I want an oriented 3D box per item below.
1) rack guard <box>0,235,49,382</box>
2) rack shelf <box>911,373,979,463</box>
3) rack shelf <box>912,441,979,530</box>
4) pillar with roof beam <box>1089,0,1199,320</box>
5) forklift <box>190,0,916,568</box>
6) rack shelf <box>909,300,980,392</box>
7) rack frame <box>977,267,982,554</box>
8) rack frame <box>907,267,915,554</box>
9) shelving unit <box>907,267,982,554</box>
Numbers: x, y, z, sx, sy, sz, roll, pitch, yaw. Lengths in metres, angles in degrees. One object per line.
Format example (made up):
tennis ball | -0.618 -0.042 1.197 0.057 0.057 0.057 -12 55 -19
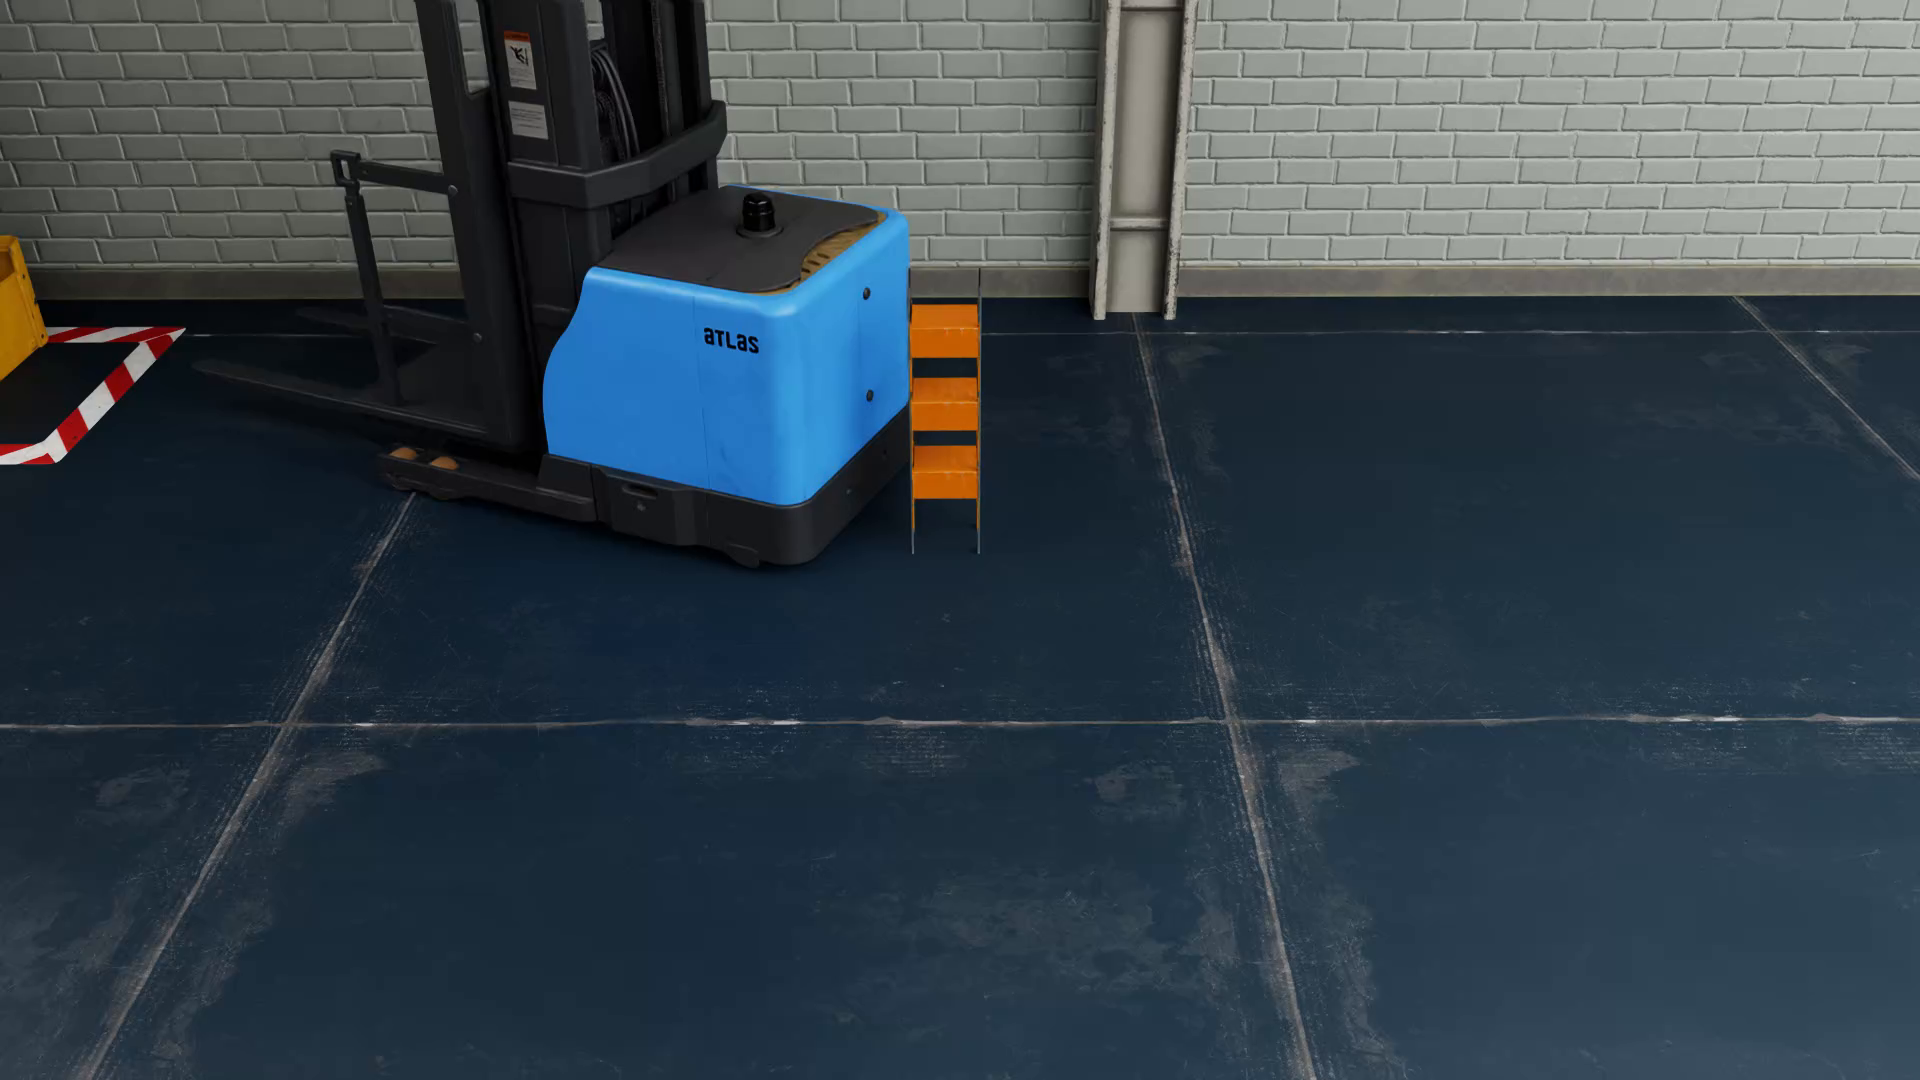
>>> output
rack guard | -4.437 -0.871 7.203 0.348 0.500 1.175 0 31 0
rack shelf | -0.054 -0.440 5.983 0.240 0.259 0.215 0 31 0
rack shelf | -0.054 -0.202 6.127 0.240 0.259 0.215 0 31 0
pillar with roof beam | 0.863 -2.755 2.116 0.400 9.000 9.100 0 31 0
forklift | -1.740 -1.645 6.136 3.031 2.935 1.130 13 33 20
rack shelf | -0.054 -0.682 5.836 0.240 0.259 0.215 0 31 0
rack frame | 0.068 -0.449 5.978 0.008 1.050 0.200 0 31 0
rack frame | -0.176 -0.448 5.977 0.008 1.050 0.200 0 31 0
shelving unit | -0.054 -0.449 5.977 0.252 1.050 0.215 0 31 0
